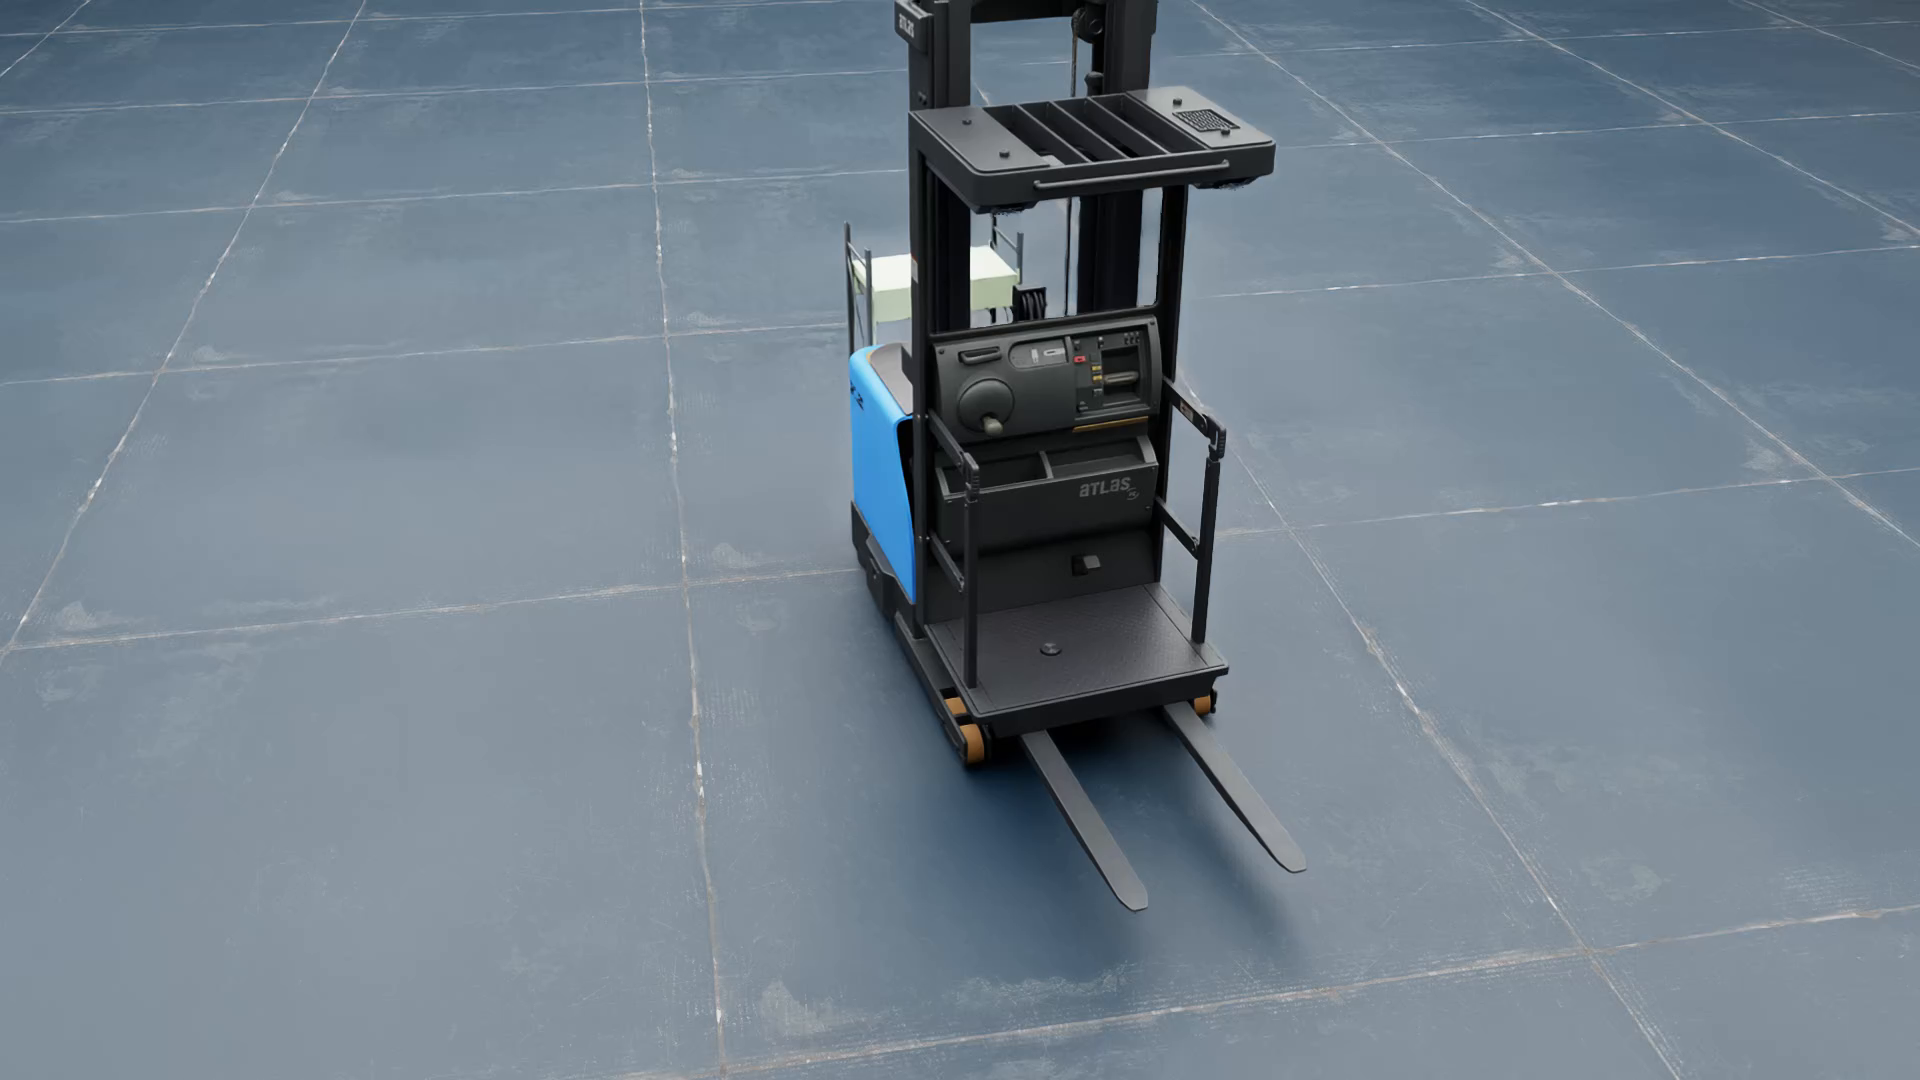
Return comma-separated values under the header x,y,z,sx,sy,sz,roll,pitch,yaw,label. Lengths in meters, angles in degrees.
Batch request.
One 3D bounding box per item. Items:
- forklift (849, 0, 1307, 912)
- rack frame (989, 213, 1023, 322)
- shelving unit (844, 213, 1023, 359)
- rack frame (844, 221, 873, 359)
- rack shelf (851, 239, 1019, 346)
x,y,z,sx,sy,sz,roll,pitch,yaw,label
0.425,-0.589,6.360,1.130,2.935,3.031,-10,32,-16,forklift
0.220,-0.878,8.264,0.023,1.500,0.400,-10,32,-16,rack frame
-0.127,-0.820,8.164,0.755,1.500,0.431,-10,32,-16,shelving unit
-0.474,-0.761,8.064,0.023,1.500,0.400,-10,32,-16,rack frame
-0.127,-1.156,7.966,0.720,0.370,0.431,-10,32,-16,rack shelf
